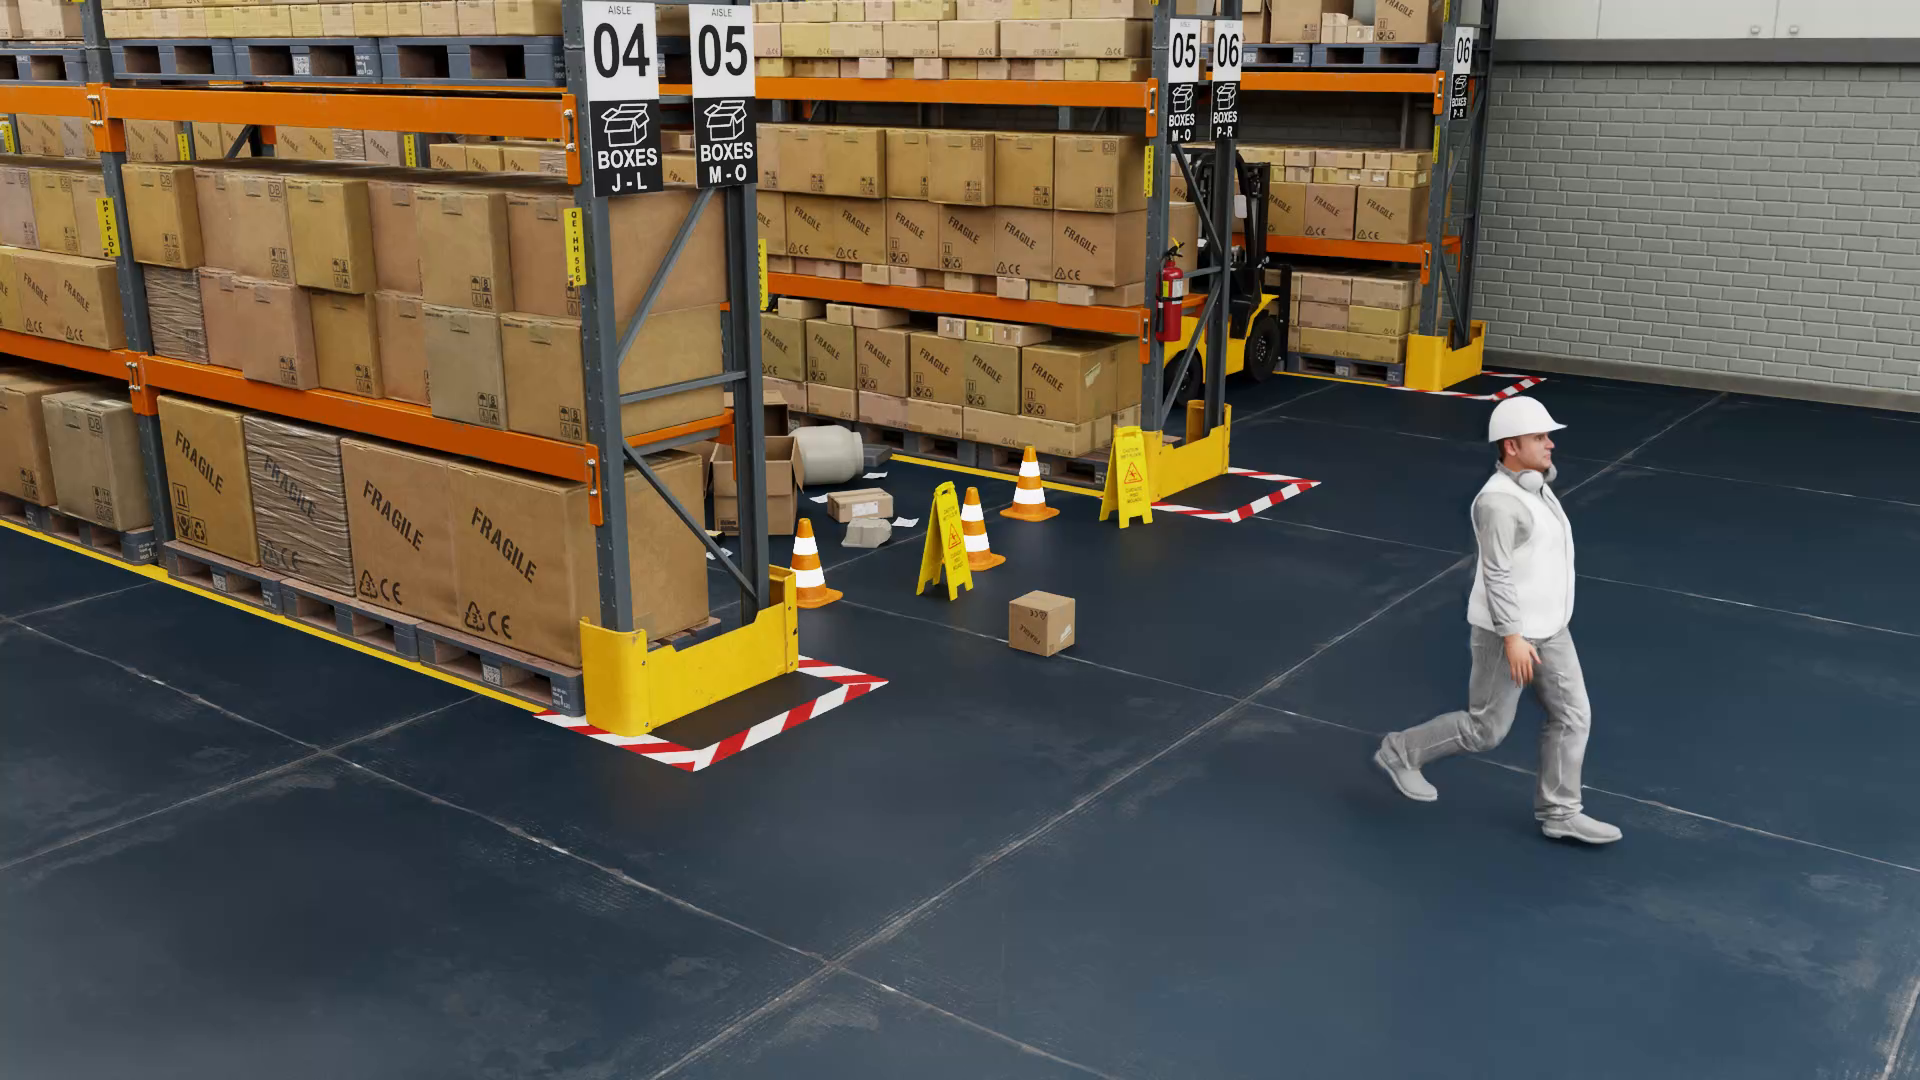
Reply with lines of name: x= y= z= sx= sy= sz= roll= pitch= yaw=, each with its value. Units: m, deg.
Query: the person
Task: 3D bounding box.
person: x=2.145 y=0.310 z=6.455 sx=0.949 sy=1.730 sz=0.552 roll=13 pitch=21 yaw=37
